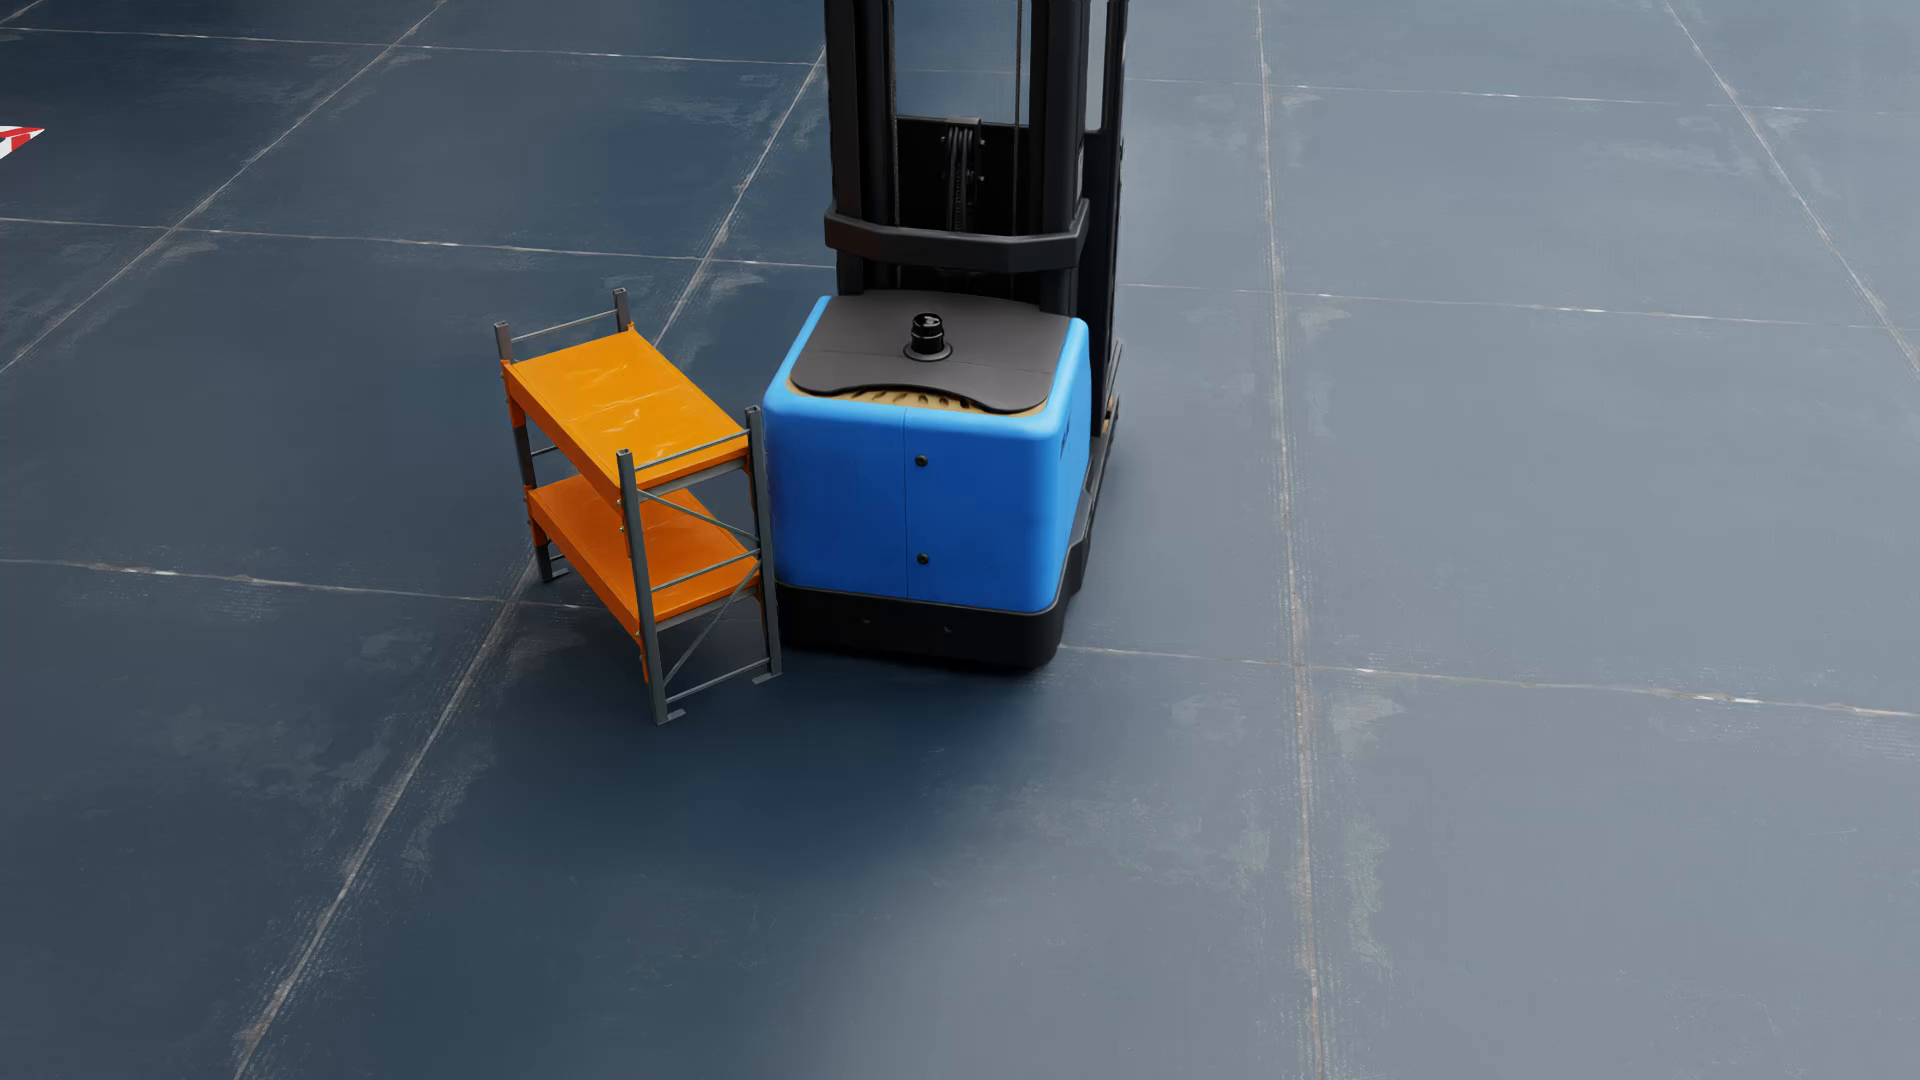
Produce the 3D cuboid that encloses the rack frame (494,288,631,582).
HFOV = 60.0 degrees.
[{"bbox_3d":[-1.436,-0.382,6.316,0.500,1.125,0.032,-22,41,-27],"label":"rack frame"}]

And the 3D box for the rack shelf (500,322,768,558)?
[{"bbox_3d":[-1.150,-0.376,5.805,0.538,0.278,1.000,-22,41,-27],"label":"rack shelf"}]

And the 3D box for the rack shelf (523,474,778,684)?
[{"bbox_3d":[-1.150,0.061,6.117,0.538,0.278,1.000,-22,41,-27],"label":"rack shelf"}]

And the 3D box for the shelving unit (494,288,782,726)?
[{"bbox_3d":[-1.150,-0.138,5.975,0.538,1.125,1.048,-22,41,-27],"label":"shelving unit"}]

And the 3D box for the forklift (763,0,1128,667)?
[{"bbox_3d":[0.100,-1.586,6.449,1.130,2.935,3.031,6,36,9],"label":"forklift"}]

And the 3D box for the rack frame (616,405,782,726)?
[{"bbox_3d":[-0.863,0.106,5.633,0.500,1.125,0.032,-22,41,-27],"label":"rack frame"}]
